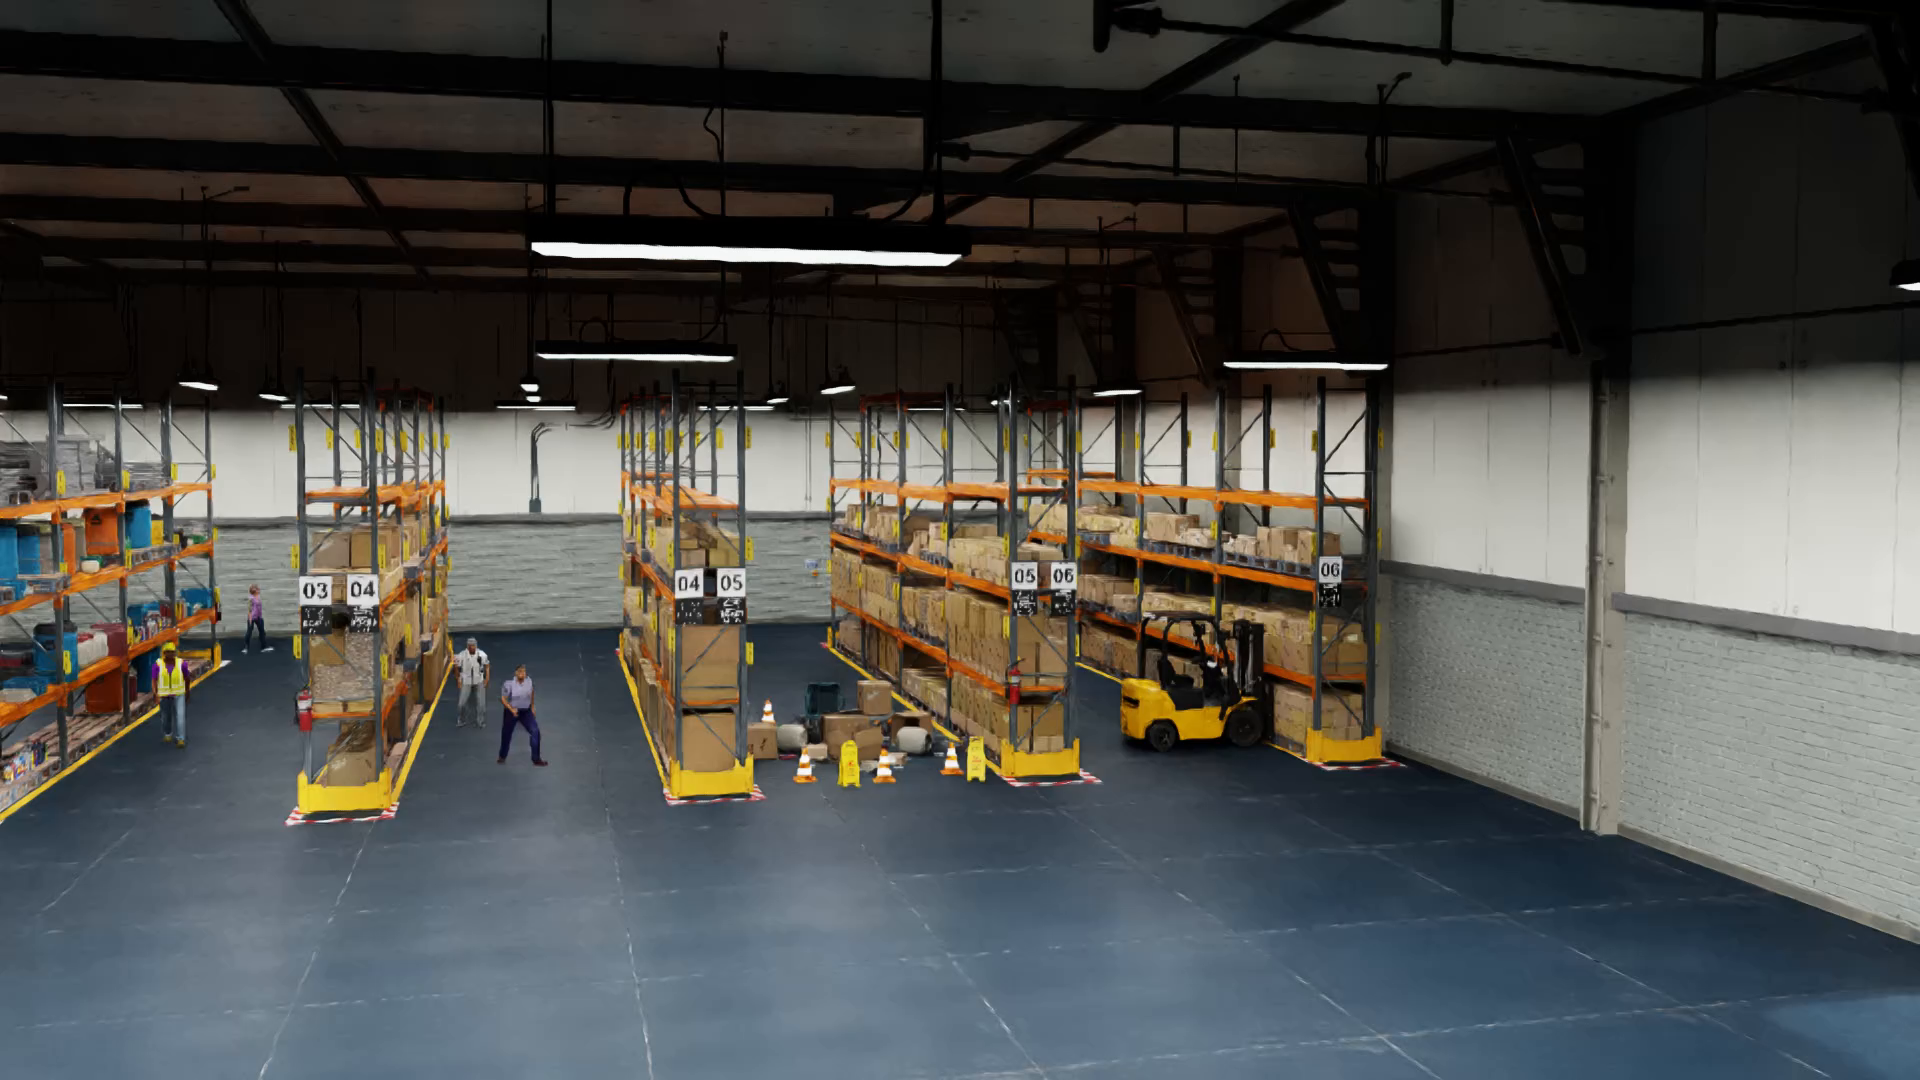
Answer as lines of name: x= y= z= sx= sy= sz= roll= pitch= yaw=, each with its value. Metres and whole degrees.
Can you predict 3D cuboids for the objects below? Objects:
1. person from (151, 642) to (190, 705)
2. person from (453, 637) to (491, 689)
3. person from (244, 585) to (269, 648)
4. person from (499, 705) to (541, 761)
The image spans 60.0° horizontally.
person: x=-12.921 y=2.189 z=27.187 sx=0.566 sy=1.049 sz=0.562 roll=-1 pitch=4 yaw=-22
person: x=-8.469 y=2.131 z=28.847 sx=0.625 sy=0.906 sz=0.453 roll=-1 pitch=4 yaw=-16
person: x=-16.729 y=1.815 z=39.424 sx=0.424 sy=1.525 sz=0.489 roll=1 pitch=4 yaw=23
person: x=-6.812 y=2.934 z=25.717 sx=0.502 sy=0.925 sz=0.685 roll=-2 pitch=4 yaw=-31
